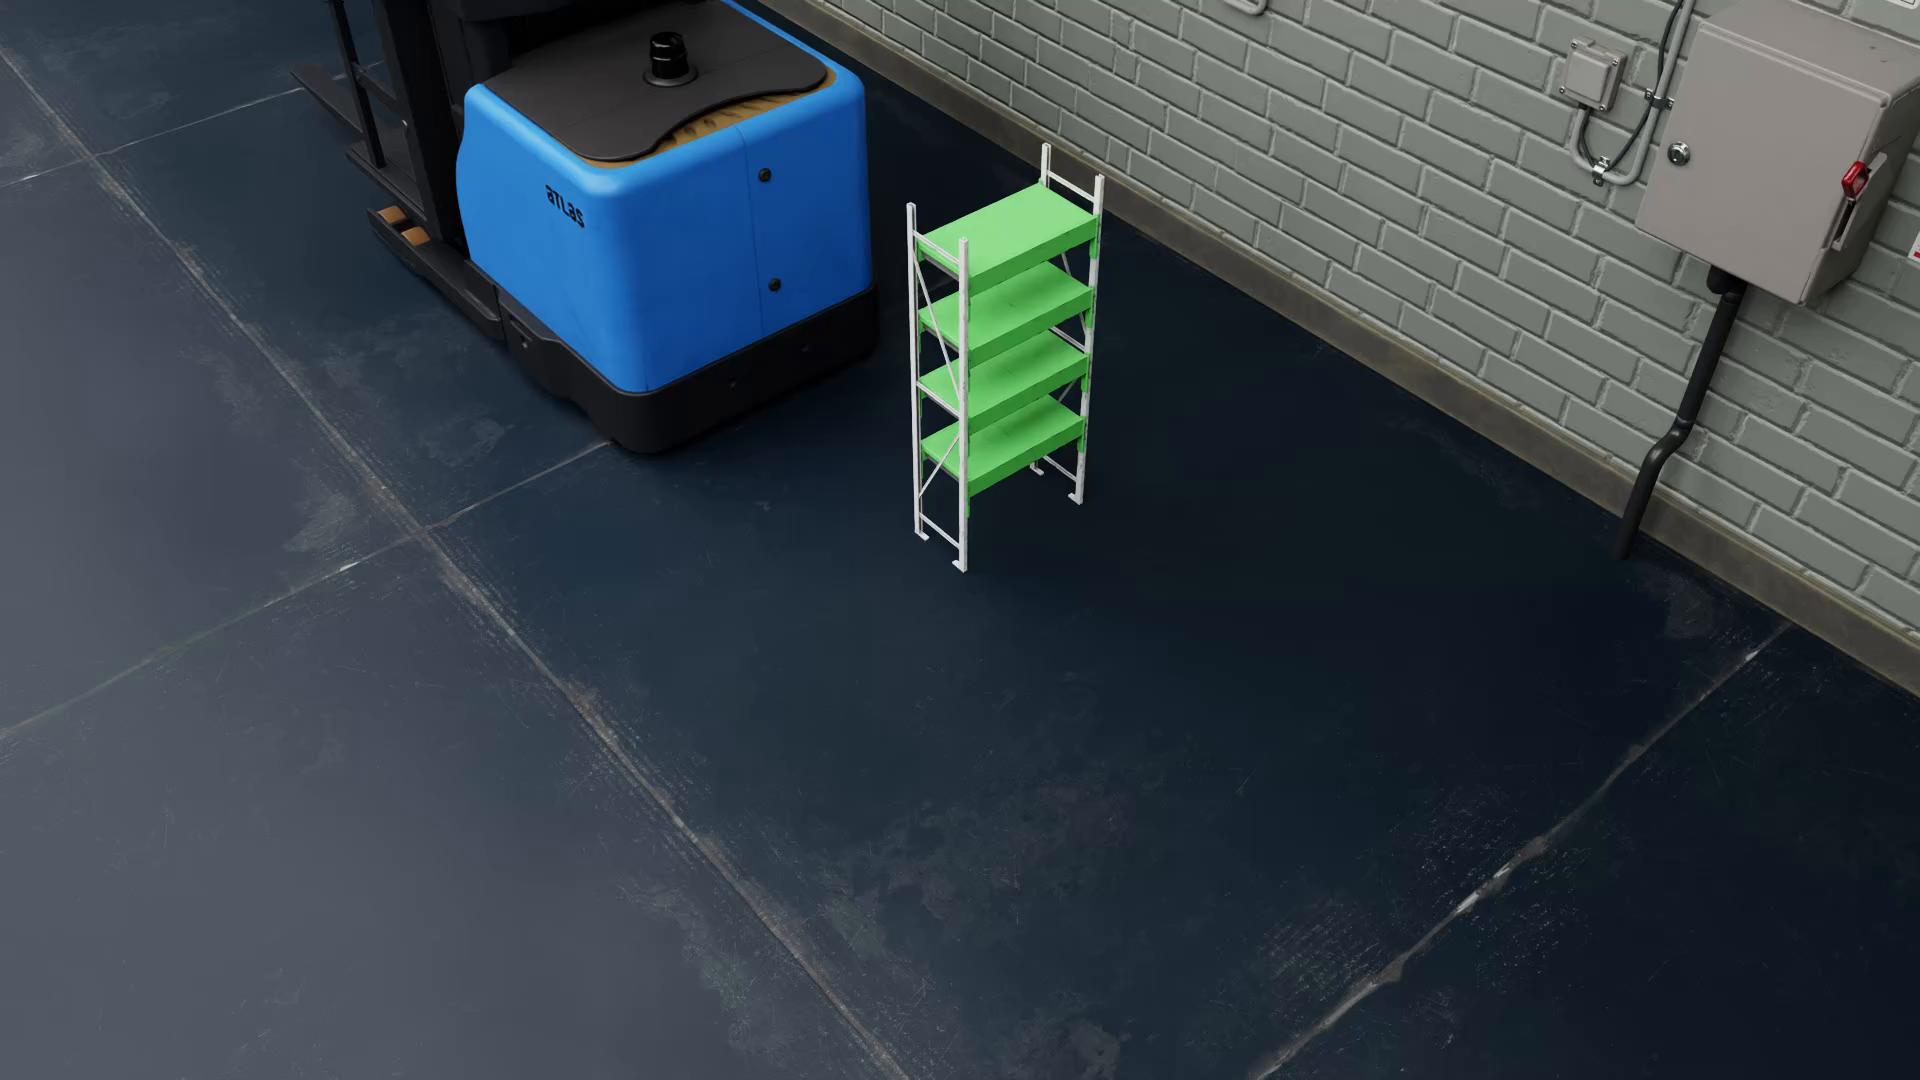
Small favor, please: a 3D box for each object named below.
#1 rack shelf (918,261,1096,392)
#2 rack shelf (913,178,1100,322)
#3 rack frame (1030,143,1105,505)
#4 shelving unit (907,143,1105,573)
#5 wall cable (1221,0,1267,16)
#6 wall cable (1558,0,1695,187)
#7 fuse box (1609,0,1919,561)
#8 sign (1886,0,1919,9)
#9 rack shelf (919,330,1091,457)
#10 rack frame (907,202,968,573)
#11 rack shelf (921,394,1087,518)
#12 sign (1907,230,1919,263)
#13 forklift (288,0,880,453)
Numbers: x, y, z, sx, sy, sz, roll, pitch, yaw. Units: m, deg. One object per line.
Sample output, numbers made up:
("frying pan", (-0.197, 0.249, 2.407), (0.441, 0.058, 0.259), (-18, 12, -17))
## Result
("rack shelf", (0.127, -0.638, 4.796), (0.480, 0.148, 0.258), (-30, 51, -28))
("rack shelf", (0.127, -0.813, 4.632), (0.480, 0.148, 0.258), (-30, 51, -28))
("rack frame", (0.314, -0.617, 5.031), (0.015, 1.200, 0.240), (-30, 51, -28))
("shelving unit", (0.127, -0.510, 4.917), (0.503, 1.200, 0.258), (-30, 51, -28))
("wall cable", (0.820, -2.570, 5.030), (0.123, 1.953, 0.585), (-30, 51, -28))
("wall cable", (1.739, -1.819, 4.253), (0.122, 1.984, 0.588), (-30, 51, -28))
("fuse box", (2.056, -0.551, 4.587), (0.414, 1.711, 0.539), (-30, 51, -28))
("sign", (2.179, -1.442, 3.991), (0.001, 0.242, 0.339), (-30, 51, -28))
("rack shelf", (0.127, -0.464, 4.960), (0.480, 0.148, 0.258), (-30, 51, -28))
("rack frame", (-0.060, -0.403, 4.803), (0.015, 1.200, 0.240), (-30, 51, -28))
("rack shelf", (0.127, -0.289, 5.125), (0.480, 0.148, 0.258), (-30, 51, -28))
("sign", (2.532, -0.818, 3.999), (0.001, 0.494, 0.329), (-30, 51, -28))
("forklift", (-1.624, -2.291, 5.548), (1.130, 2.935, 3.031), (-30, 51, -28))
